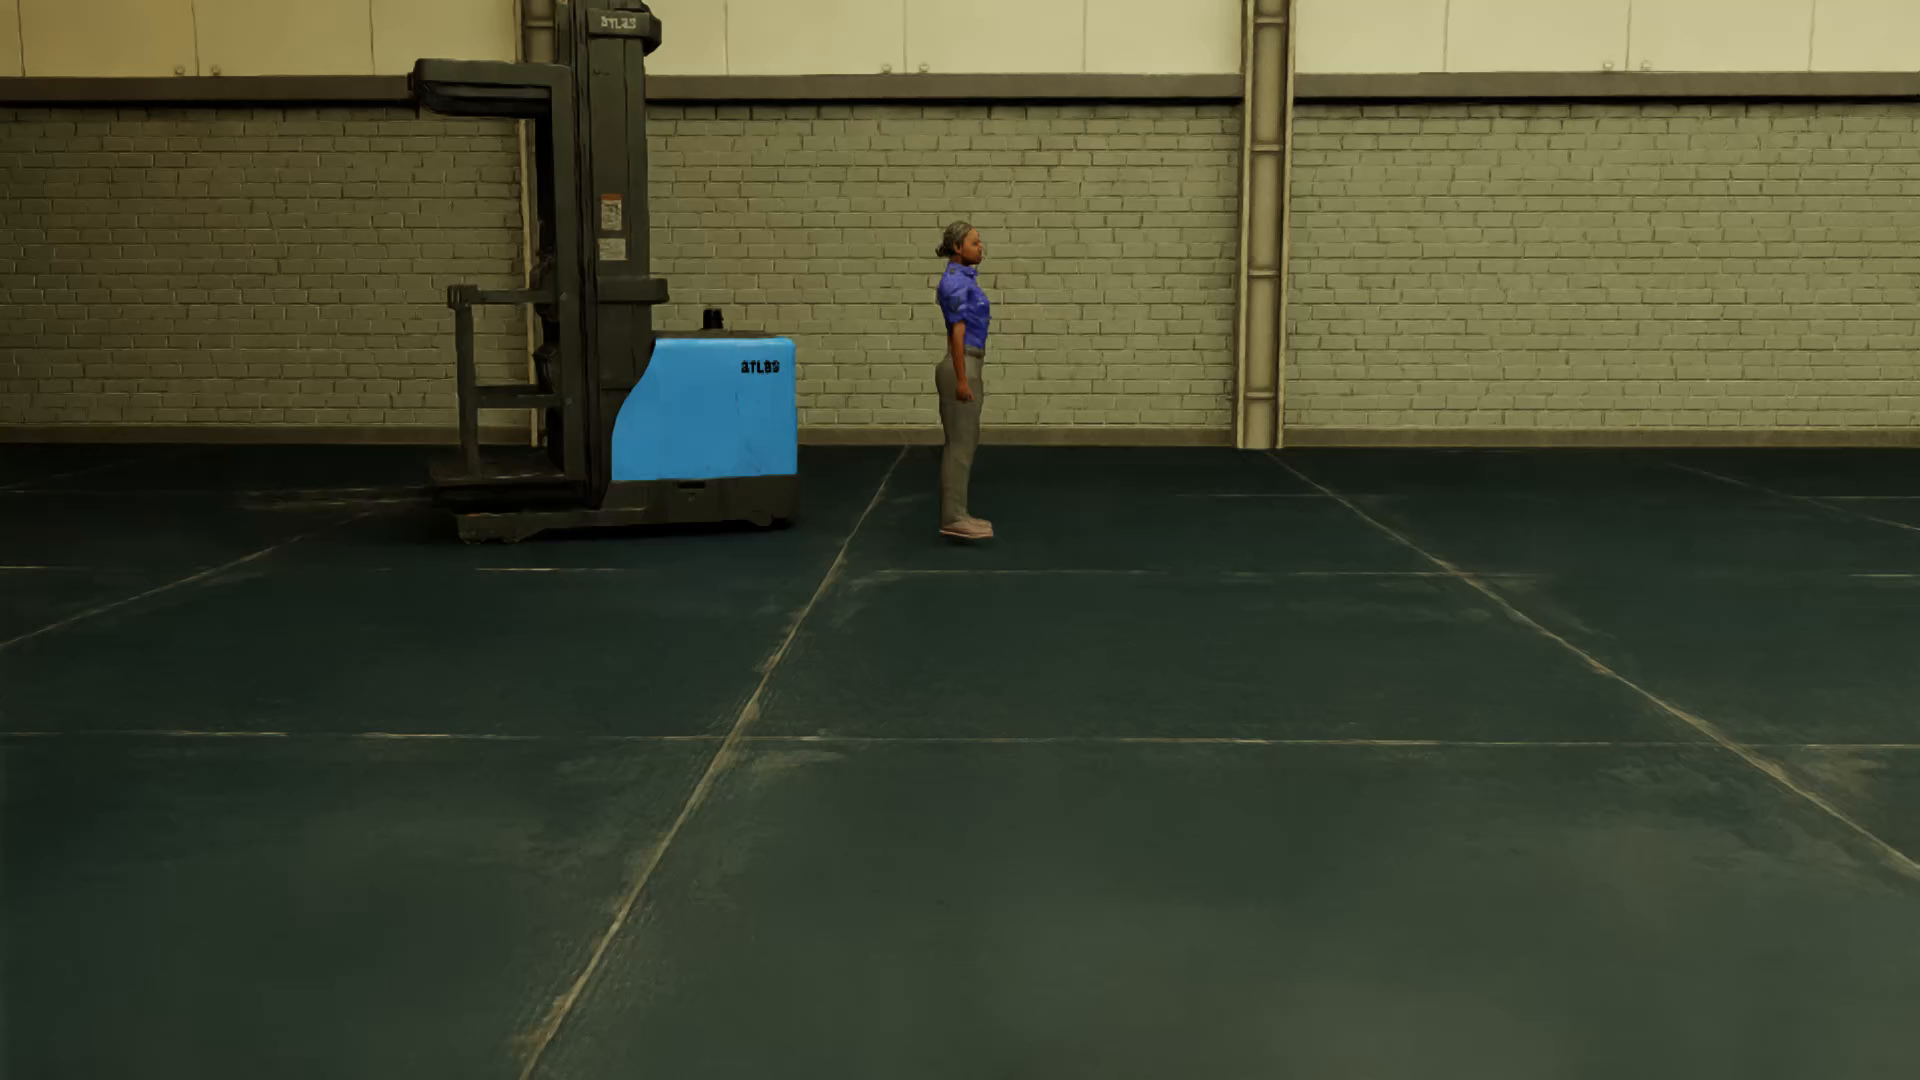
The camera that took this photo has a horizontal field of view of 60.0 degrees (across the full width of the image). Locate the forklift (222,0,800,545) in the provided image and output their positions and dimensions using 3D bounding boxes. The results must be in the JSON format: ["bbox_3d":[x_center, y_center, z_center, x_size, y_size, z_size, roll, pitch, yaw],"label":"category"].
[{"bbox_3d":[-2.482,-1.511,9.189,3.031,2.935,1.130,-3,9,-18],"label":"forklift"}]

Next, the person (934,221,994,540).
[{"bbox_3d":[0.024,-0.857,8.864,0.320,1.662,0.446,0,9,1],"label":"person"}]
